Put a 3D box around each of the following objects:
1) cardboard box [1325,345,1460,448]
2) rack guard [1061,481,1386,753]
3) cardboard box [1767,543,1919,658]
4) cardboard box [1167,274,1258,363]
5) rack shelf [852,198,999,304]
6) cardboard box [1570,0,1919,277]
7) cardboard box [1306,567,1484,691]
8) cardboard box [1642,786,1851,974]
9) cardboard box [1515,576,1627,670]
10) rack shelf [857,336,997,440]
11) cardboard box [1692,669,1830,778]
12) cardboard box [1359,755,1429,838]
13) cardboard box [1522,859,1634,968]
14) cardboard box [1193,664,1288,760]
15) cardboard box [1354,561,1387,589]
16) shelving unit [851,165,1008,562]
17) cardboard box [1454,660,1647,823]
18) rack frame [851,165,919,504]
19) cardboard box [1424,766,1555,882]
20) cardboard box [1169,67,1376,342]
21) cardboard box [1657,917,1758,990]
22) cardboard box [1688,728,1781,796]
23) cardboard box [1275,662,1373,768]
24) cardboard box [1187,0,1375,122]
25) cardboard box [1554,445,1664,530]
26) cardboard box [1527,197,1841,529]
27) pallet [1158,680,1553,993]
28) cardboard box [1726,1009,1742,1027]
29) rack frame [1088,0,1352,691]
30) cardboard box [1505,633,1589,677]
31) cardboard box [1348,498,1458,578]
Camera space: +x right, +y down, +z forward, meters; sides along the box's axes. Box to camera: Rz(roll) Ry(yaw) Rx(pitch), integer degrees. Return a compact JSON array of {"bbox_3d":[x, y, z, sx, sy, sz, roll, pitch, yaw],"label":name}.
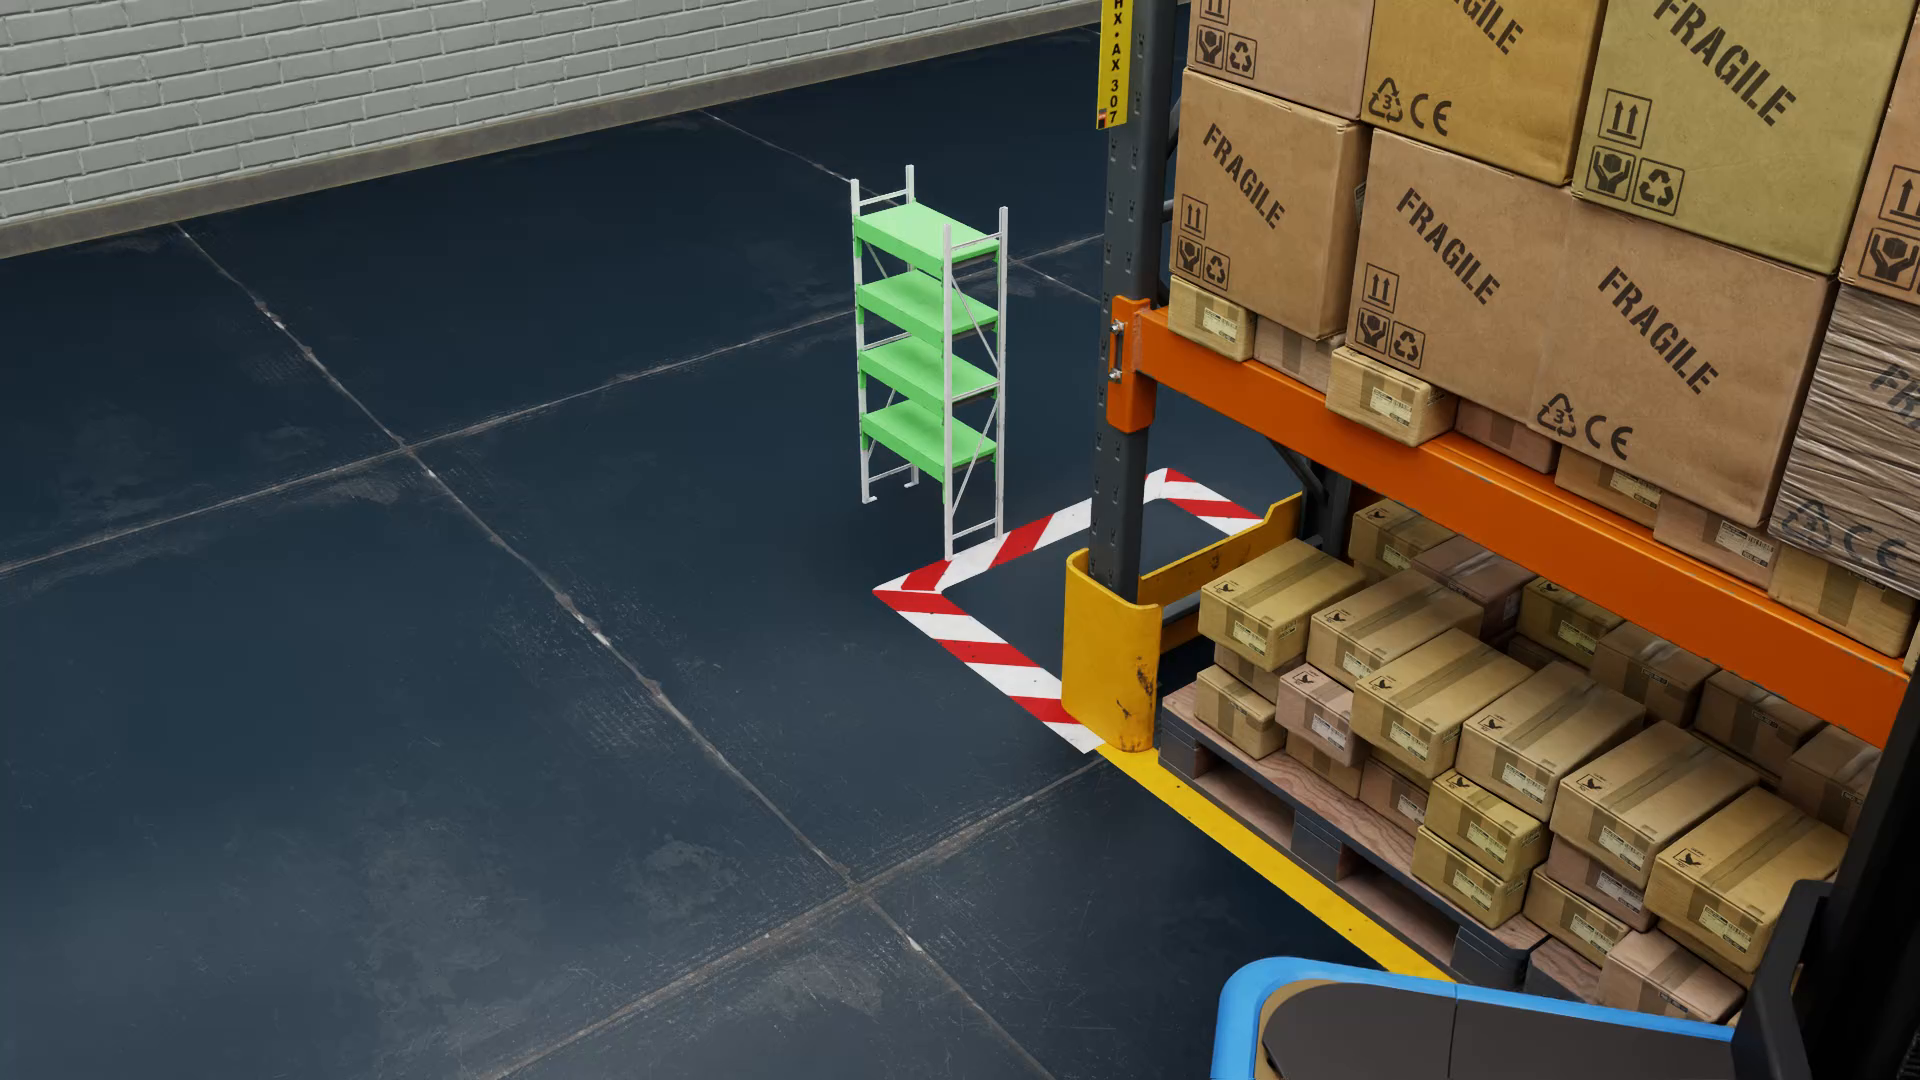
[{"bbox_3d":[1.047,-0.372,3.744,0.380,0.149,0.250,-23,39,-33],"label":"cardboard box"},{"bbox_3d":[0.842,0.152,5.032,1.175,0.500,0.348,-22,38,-31],"label":"rack guard"},{"bbox_3d":[1.732,0.040,3.081,0.380,0.149,0.250,-21,37,-30],"label":"cardboard box"},{"bbox_3d":[0.735,-0.594,4.101,0.380,0.149,0.250,-23,38,-32],"label":"cardboard box"},{"bbox_3d":[-0.102,-0.932,5.325,0.258,0.148,0.480,-22,38,-31],"label":"rack shelf"},{"bbox_3d":[1.477,-0.830,2.919,0.500,0.500,0.500,-23,39,-32],"label":"cardboard box"},{"bbox_3d":[1.113,0.242,4.257,0.380,0.149,0.250,-22,38,-31],"label":"cardboard box"},{"bbox_3d":[1.671,0.709,3.506,0.380,0.149,0.250,-22,38,-31],"label":"cardboard box"},{"bbox_3d":[1.688,0.167,4.378,0.380,0.149,0.250,-23,39,-32],"label":"cardboard box"},{"bbox_3d":[-0.102,-0.524,5.578,0.258,0.148,0.480,-22,38,-31],"label":"rack shelf"},{"bbox_3d":[2.006,0.389,4.020,0.380,0.149,0.250,-21,37,-30],"label":"cardboard box"},{"bbox_3d":[1.247,0.597,4.250,0.380,0.149,0.250,-22,38,-31],"label":"cardboard box"},{"bbox_3d":[1.549,0.814,3.900,0.380,0.149,0.250,-22,38,-31],"label":"cardboard box"},{"bbox_3d":[0.864,0.413,4.546,0.380,0.149,0.250,-21,38,-30],"label":"cardboard box"},{"bbox_3d":[1.345,0.092,4.781,0.380,0.149,0.250,-23,39,-33],"label":"cardboard box"},{"bbox_3d":[-0.102,-0.579,5.545,0.258,1.200,0.503,-22,38,-31],"label":"shelving unit"},{"bbox_3d":[1.383,0.466,3.898,0.380,0.149,0.250,-24,39,-34],"label":"cardboard box"},{"bbox_3d":[-0.251,-0.680,5.708,0.240,1.200,0.015,-22,38,-31],"label":"rack frame"},{"bbox_3d":[1.329,0.614,3.941,0.380,0.149,0.250,-21,38,-30],"label":"cardboard box"},{"bbox_3d":[0.853,-0.834,3.873,0.500,0.500,0.500,-20,37,-29],"label":"cardboard box"},{"bbox_3d":[1.766,0.793,3.652,0.380,0.149,0.250,-20,37,-29],"label":"cardboard box"},{"bbox_3d":[1.992,0.520,4.092,0.380,0.149,0.250,-22,38,-31],"label":"cardboard box"},{"bbox_3d":[1.037,0.398,4.288,0.380,0.149,0.250,-22,38,-32],"label":"cardboard box"},{"bbox_3d":[0.861,-1.262,3.615,0.500,0.500,0.500,-23,38,-32],"label":"cardboard box"},{"bbox_3d":[1.461,-0.187,3.446,0.380,0.149,0.250,-23,38,-32],"label":"cardboard box"},{"bbox_3d":[1.491,-0.411,3.192,0.500,0.500,0.500,-22,38,-31],"label":"cardboard box"},{"bbox_3d":[1.312,0.625,4.544,1.003,0.211,1.213,-22,38,-31],"label":"pallet"},{"bbox_3d":[1.823,1.053,3.515,0.380,0.149,0.250,-22,38,-31],"label":"cardboard box"},{"bbox_3d":[0.796,-0.942,4.423,1.000,3.000,0.127,-22,38,-31],"label":"rack frame"},{"bbox_3d":[1.665,0.308,4.433,0.380,0.149,0.250,-24,39,-33],"label":"cardboard box"},{"bbox_3d":[1.320,-0.023,4.684,0.380,0.149,0.250,-22,38,-31],"label":"cardboard box"}]
